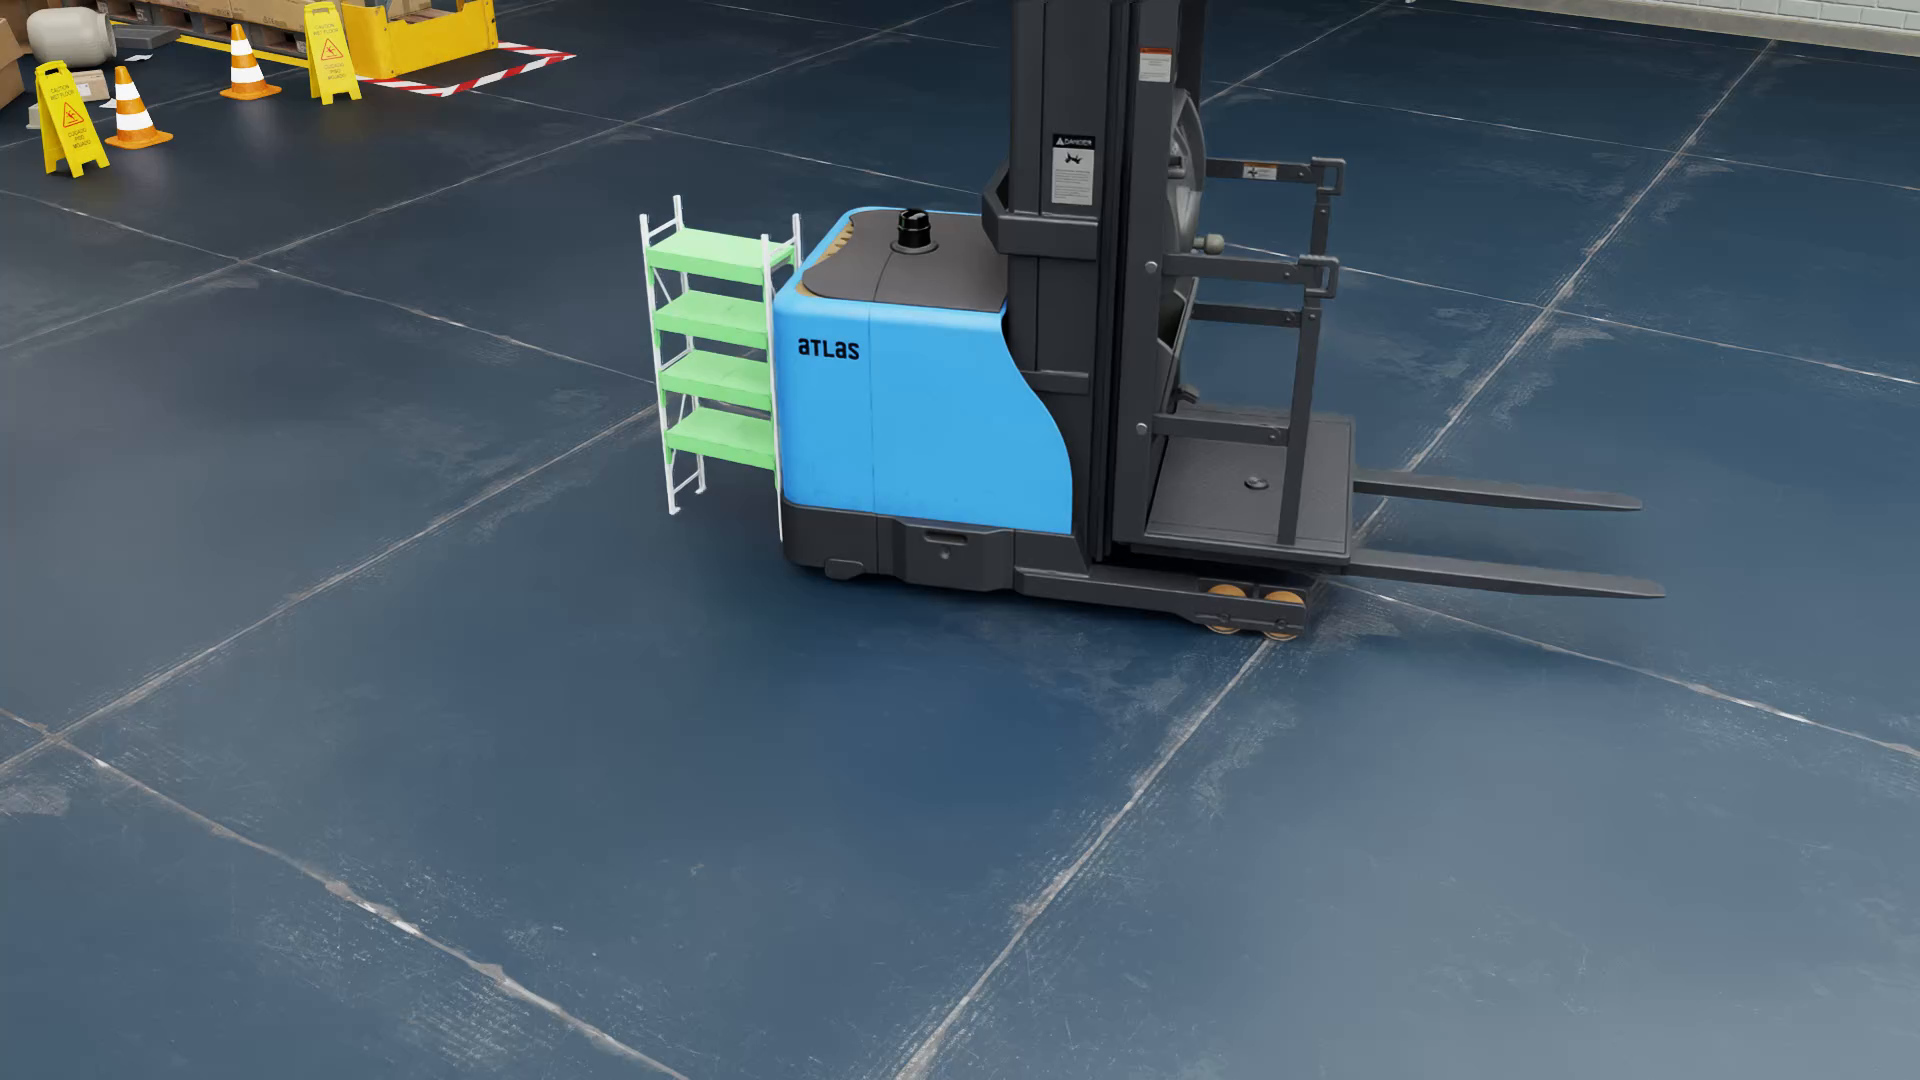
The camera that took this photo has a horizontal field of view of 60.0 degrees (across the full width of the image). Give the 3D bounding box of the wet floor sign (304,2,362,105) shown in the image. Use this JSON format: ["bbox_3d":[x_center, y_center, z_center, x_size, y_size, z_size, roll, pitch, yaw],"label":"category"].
[{"bbox_3d":[-4.303,-3.328,11.315,0.267,0.644,0.232,-21,36,-32],"label":"wet floor sign"}]

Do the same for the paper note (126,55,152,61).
[{"bbox_3d":[-6.116,-3.598,12.387,0.148,0.019,0.142,6,31,10],"label":"paper note"}]

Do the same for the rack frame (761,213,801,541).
[{"bbox_3d":[-0.619,-0.570,6.037,0.015,1.200,0.240,13,33,21],"label":"rack frame"}]

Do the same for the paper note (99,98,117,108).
[{"bbox_3d":[-5.754,-2.974,11.318,0.142,0.019,0.148,6,31,10],"label":"paper note"}]

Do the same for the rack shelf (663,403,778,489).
[{"bbox_3d":[-0.842,-0.358,6.276,0.480,0.148,0.258,13,33,21],"label":"rack shelf"}]

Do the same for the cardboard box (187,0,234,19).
[{"bbox_3d":[-5.603,-4.228,12.833,0.500,0.250,0.500,16,34,26],"label":"cardboard box"}]

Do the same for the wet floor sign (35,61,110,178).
[{"bbox_3d":[-5.364,-2.533,9.952,0.232,0.644,0.267,12,32,19],"label":"wet floor sign"}]

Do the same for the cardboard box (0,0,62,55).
[{"bbox_3d":[-7.099,-3.978,12.570,0.500,0.500,0.500,-9,32,-15],"label":"cardboard box"}]

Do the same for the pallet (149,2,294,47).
[{"bbox_3d":[-5.658,-4.229,13.289,1.213,0.211,1.003,18,35,27],"label":"pallet"}]

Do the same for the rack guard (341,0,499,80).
[{"bbox_3d":[-3.959,-3.793,12.256,0.348,0.500,1.175,18,35,27],"label":"rack guard"}]

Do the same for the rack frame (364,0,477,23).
[{"bbox_3d":[-3.895,-4.853,11.592,0.127,3.000,1.000,18,35,27],"label":"rack frame"}]

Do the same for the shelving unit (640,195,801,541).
[{"bbox_3d":[-0.842,-0.620,6.123,0.503,1.200,0.258,13,33,21],"label":"shelving unit"}]

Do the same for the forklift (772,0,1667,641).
[{"bbox_3d":[0.930,-1.218,5.429,3.031,2.935,1.130,6,31,11],"label":"forklift"}]

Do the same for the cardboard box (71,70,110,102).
[{"bbox_3d":[-6.078,-3.110,11.434,0.380,0.149,0.250,-15,33,-24],"label":"cardboard box"}]

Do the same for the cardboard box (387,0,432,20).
[{"bbox_3d":[-4.431,-4.181,12.751,0.500,0.250,0.500,17,34,27],"label":"cardboard box"}]

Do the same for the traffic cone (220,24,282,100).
[{"bbox_3d":[-4.945,-3.322,11.485,0.334,0.463,0.336,18,35,27],"label":"traffic cone"}]

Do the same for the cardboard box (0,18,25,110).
[{"bbox_3d":[-6.729,-3.165,11.175,0.637,0.503,0.797,-4,30,-7],"label":"cardboard box"}]

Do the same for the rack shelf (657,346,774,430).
[{"bbox_3d":[-0.842,-0.565,6.155,0.480,0.148,0.258,13,33,21],"label":"rack shelf"}]

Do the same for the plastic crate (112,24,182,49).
[{"bbox_3d":[-6.389,-3.893,12.843,0.583,0.080,0.402,6,31,10],"label":"plastic crate"}]

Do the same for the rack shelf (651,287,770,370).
[{"bbox_3d":[-0.842,-0.772,6.034,0.480,0.148,0.258,13,33,21],"label":"rack shelf"}]

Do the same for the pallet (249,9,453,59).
[{"bbox_3d":[-4.629,-3.901,12.728,1.213,0.211,1.003,18,35,27],"label":"pallet"}]

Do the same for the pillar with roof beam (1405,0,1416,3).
[{"bbox_3d":[1.423,-6.690,8.787,0.400,9.000,9.100,18,35,27],"label":"pillar with roof beam"}]

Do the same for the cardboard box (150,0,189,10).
[{"bbox_3d":[-6.018,-4.366,13.068,0.500,0.250,0.500,17,34,27],"label":"cardboard box"}]

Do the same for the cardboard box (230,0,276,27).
[{"bbox_3d":[-5.157,-4.090,12.597,0.500,0.250,0.500,18,35,28],"label":"cardboard box"}]

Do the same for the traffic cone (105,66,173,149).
[{"bbox_3d":[-5.247,-2.757,10.516,0.334,0.463,0.336,18,35,27],"label":"traffic cone"}]

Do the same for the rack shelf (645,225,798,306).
[{"bbox_3d":[-0.842,-0.980,5.913,0.480,0.148,0.258,13,33,21],"label":"rack shelf"}]

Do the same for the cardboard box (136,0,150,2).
[{"bbox_3d":[-6.468,-4.507,13.310,0.500,0.250,0.500,20,36,30],"label":"cardboard box"}]

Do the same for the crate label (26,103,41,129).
[{"bbox_3d":[-5.946,-2.800,10.914,0.298,0.136,0.250,1,30,2],"label":"crate label"}]

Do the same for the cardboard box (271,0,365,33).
[{"bbox_3d":[-4.743,-3.955,12.364,0.500,0.250,0.500,17,34,27],"label":"cardboard box"}]

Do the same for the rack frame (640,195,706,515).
[{"bbox_3d":[-1.065,-0.670,6.208,0.015,1.200,0.240,13,33,21],"label":"rack frame"}]

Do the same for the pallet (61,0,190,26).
[{"bbox_3d":[-6.695,-4.555,13.848,1.213,0.211,1.003,18,35,27],"label":"pallet"}]

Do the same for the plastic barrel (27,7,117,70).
[{"bbox_3d":[-6.449,-3.647,12.082,0.512,0.421,0.421,-9,32,-15],"label":"plastic barrel"}]
